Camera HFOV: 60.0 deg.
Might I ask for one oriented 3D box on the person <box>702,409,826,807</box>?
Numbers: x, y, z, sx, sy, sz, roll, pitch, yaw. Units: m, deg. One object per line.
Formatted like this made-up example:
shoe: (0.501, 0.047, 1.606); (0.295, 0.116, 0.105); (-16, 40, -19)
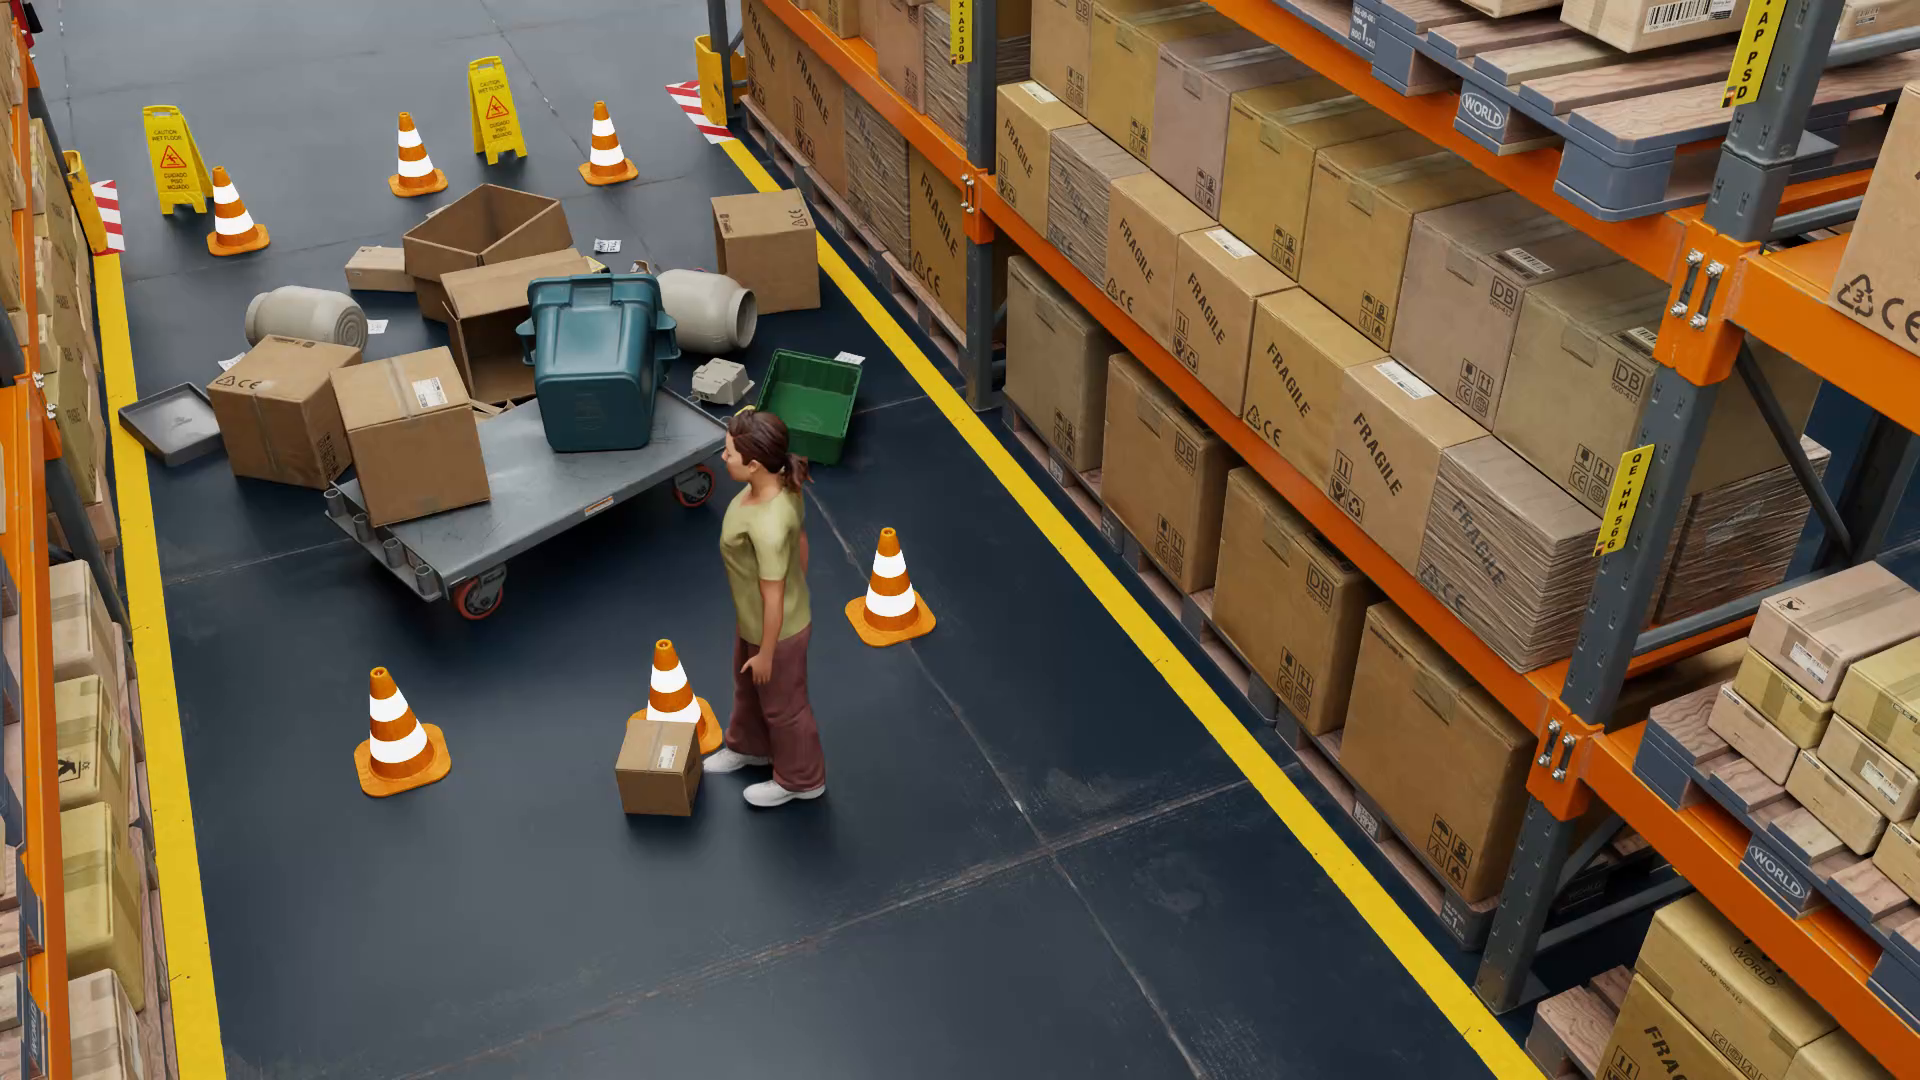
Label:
person: (-0.733, 0.299, 5.776); (0.519, 1.703, 0.471); (-3, 37, -4)
